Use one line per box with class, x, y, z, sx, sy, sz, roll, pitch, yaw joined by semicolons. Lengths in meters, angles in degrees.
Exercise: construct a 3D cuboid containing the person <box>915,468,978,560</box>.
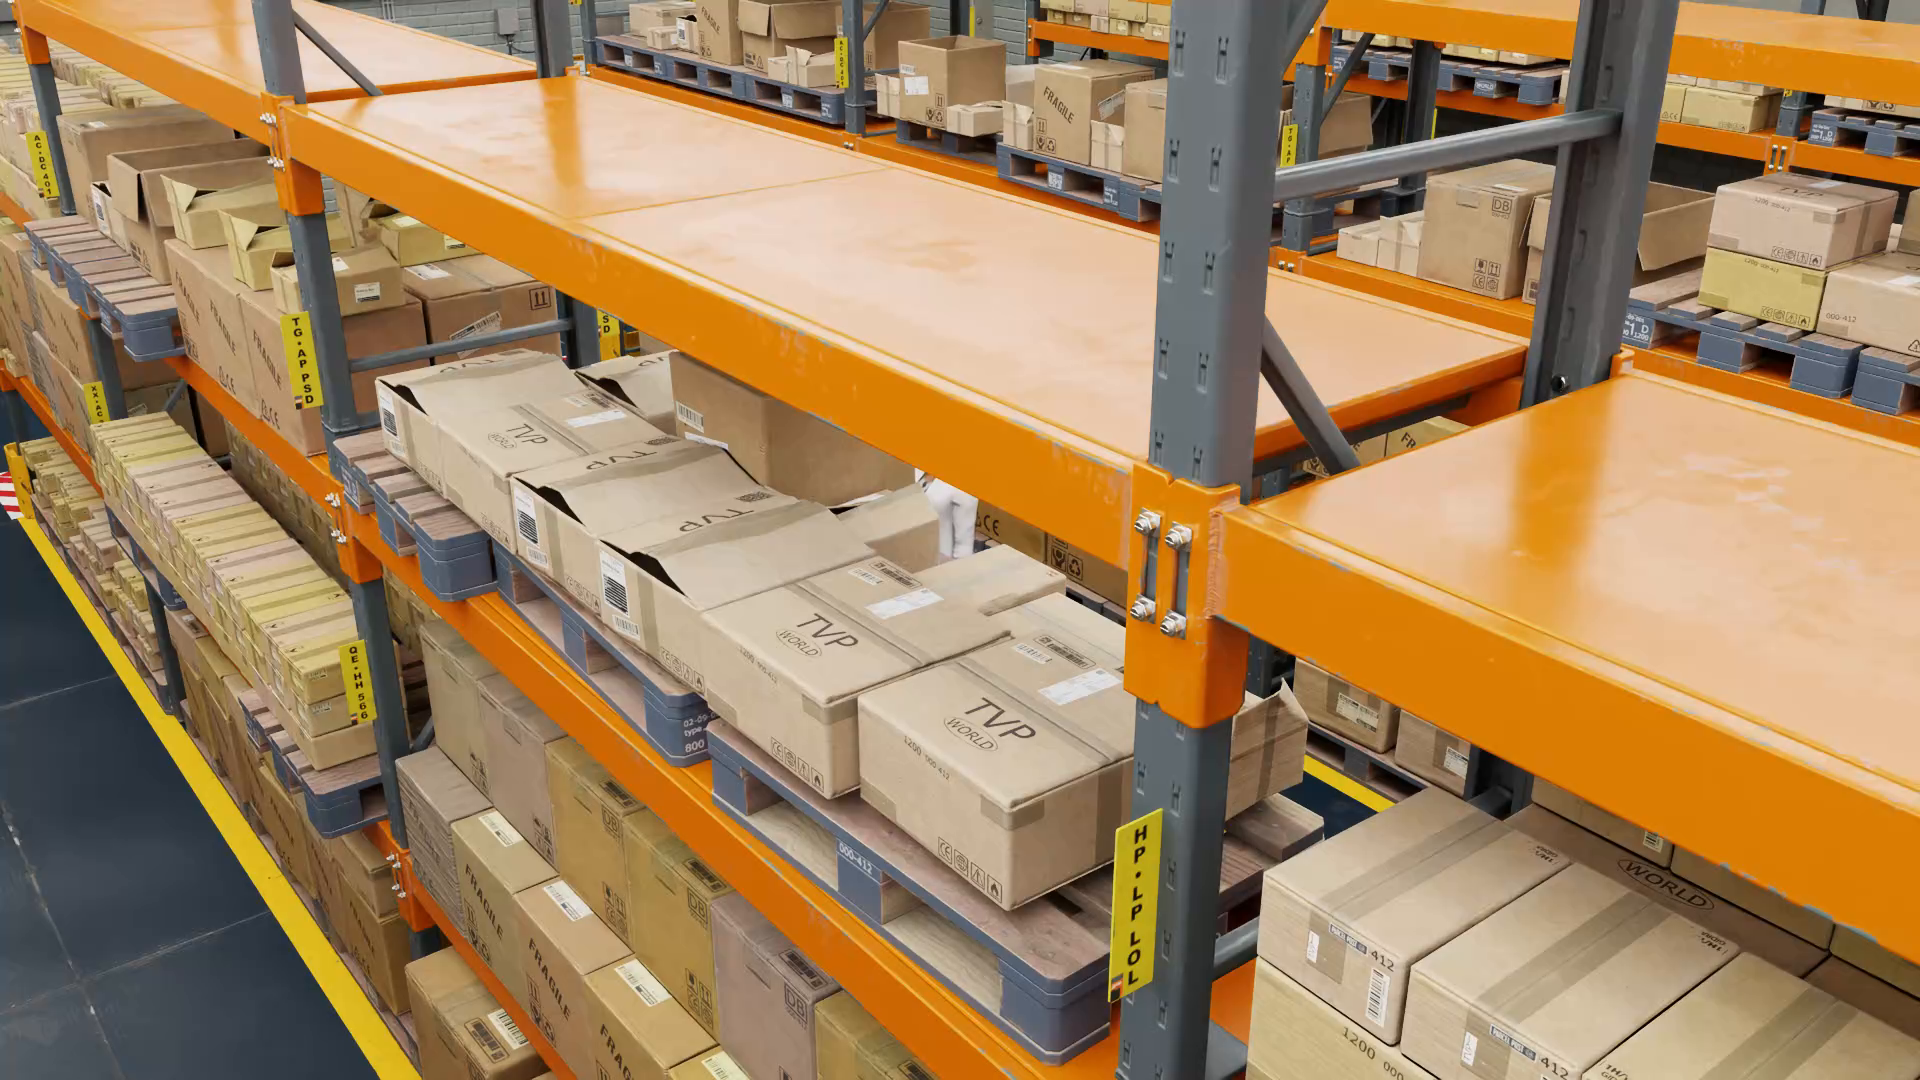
person;-0.142;0.205;9.560;0.411;1.773;0.562;-17;29;-33
